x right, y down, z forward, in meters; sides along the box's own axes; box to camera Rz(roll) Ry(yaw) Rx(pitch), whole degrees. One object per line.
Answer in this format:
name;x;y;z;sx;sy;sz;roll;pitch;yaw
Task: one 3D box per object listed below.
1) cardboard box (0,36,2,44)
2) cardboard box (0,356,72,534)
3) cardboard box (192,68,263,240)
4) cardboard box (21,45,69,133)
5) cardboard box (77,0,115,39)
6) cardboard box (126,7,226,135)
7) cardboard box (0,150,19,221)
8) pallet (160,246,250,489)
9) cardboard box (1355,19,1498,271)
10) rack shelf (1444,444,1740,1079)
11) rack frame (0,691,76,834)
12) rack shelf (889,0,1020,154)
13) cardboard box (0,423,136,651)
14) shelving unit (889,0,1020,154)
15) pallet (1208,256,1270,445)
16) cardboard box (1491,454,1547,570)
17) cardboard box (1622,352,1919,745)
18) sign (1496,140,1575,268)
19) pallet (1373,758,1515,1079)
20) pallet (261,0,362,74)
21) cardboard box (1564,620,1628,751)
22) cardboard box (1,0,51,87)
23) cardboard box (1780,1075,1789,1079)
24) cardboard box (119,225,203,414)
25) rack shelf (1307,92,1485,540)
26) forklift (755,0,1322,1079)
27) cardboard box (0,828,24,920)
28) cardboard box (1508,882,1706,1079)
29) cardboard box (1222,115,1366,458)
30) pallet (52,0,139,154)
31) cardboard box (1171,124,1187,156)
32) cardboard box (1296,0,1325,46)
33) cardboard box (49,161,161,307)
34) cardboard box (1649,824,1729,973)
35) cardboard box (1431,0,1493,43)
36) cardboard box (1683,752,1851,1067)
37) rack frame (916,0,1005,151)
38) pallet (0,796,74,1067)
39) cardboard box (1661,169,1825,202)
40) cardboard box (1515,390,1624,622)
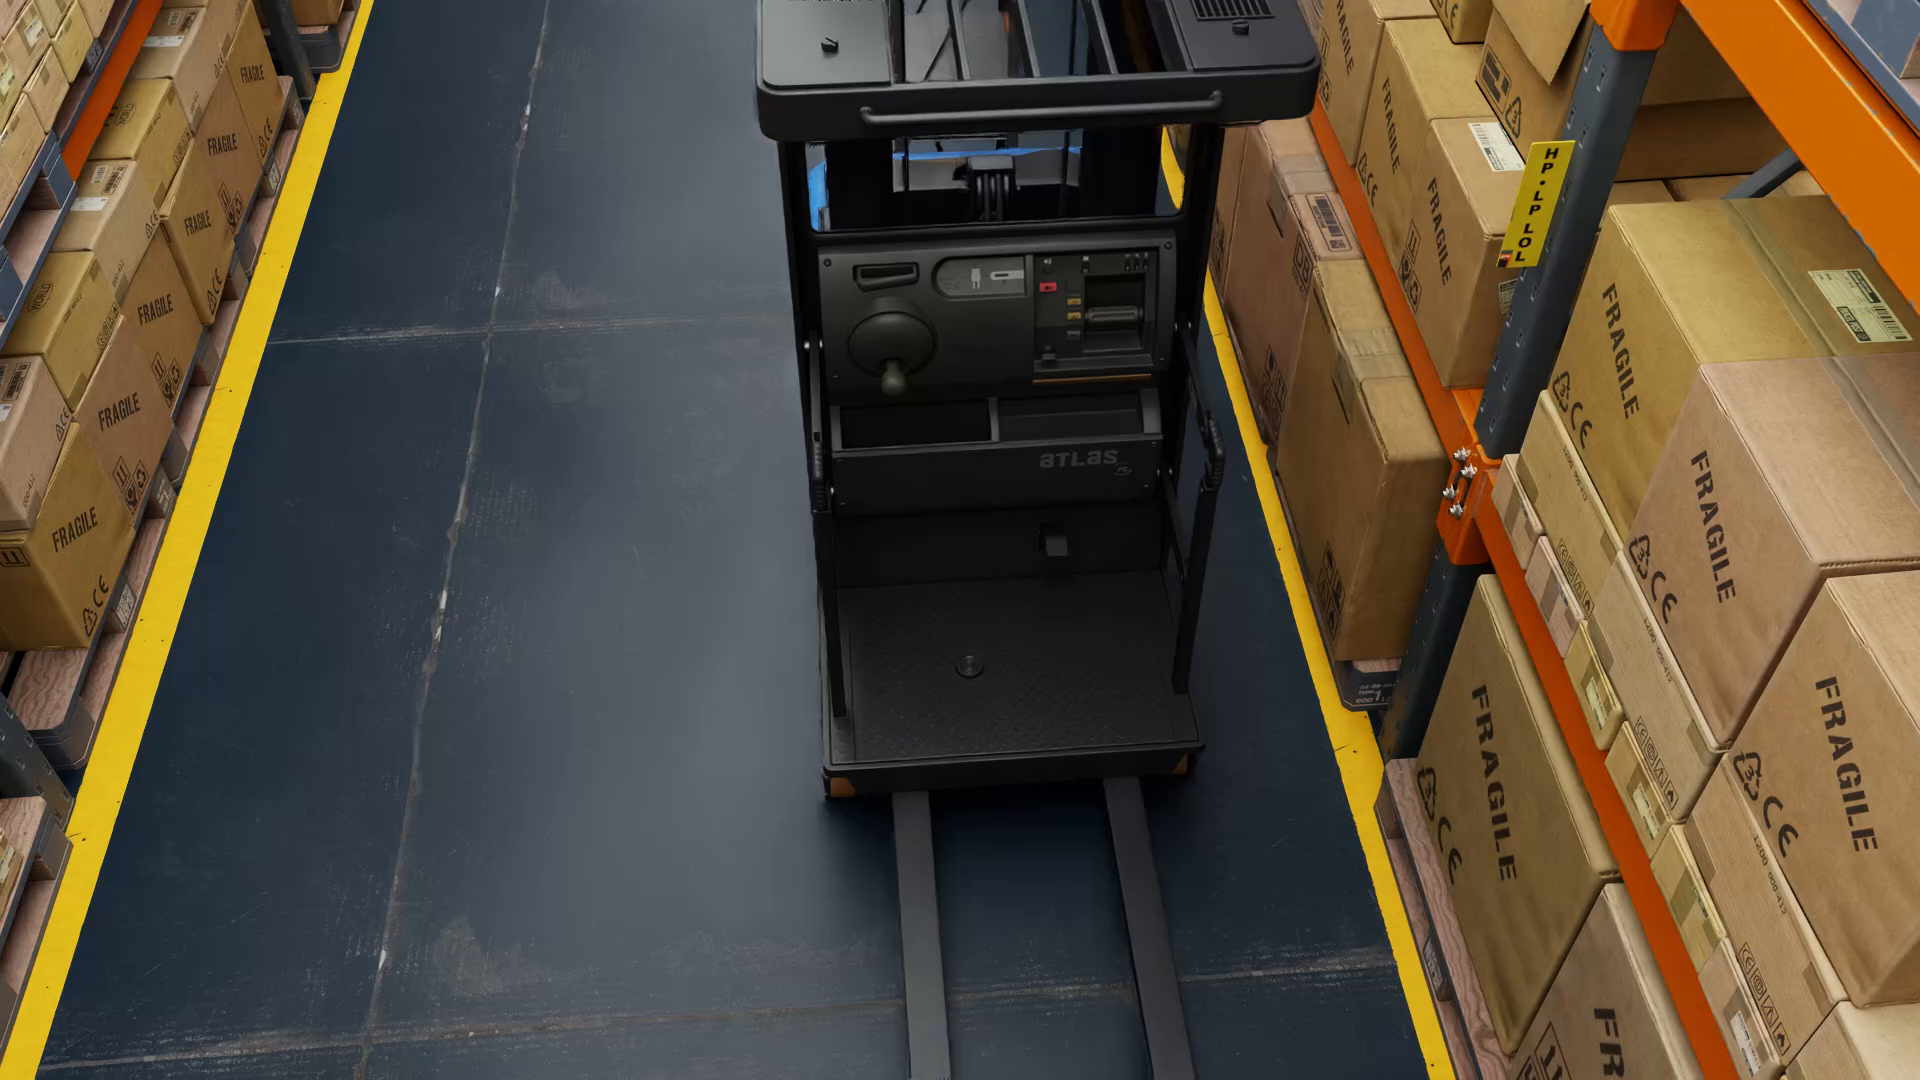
cardboard box;-2.794;-1.313;4.402;0.380;0.149;0.250;-4;47;-4
cardboard box;-2.952;-0.263;4.849;0.500;0.250;0.500;-5;47;-5
cardboard box;-3.133;-1.512;6.549;0.500;0.500;0.500;-2;47;-2
cardboard box;-2.815;-1.288;4.788;0.380;0.149;0.250;-5;47;-5
cardboard box;-2.860;-1.668;5.147;0.380;0.149;0.250;-5;47;-5
cardboard box;-3.116;-1.763;6.270;0.500;0.250;0.500;-3;47;-3
cardboard box;-2.774;-0.922;4.441;0.380;0.149;0.250;-3;47;-3
pallet;-3.325;-0.659;6.229;1.003;0.211;1.213;-3;47;-3
cardboard box;1.452;-1.113;4.669;0.500;0.500;0.500;-2;47;-2
rack shelf;1.965;1.296;2.952;1.077;0.370;4.000;-3;47;-3
rack frame;-3.153;-0.170;3.845;1.000;3.000;0.127;-3;47;-3
rack shelf;-0.022;-1.509;5.745;0.431;0.518;0.480;-2;45;-2
cardboard box;-2.951;-0.005;5.121;0.500;0.500;0.500;-2;47;-2
shelving unit;-0.022;-1.519;5.735;0.431;2.100;0.503;-2;45;-2
pallet;1.553;-0.878;6.436;1.003;0.211;1.213;-3;47;-3
cardboard box;1.491;-0.077;3.930;0.380;0.149;0.250;-3;47;-3
cardboard box;1.617;0.012;3.054;0.500;0.500;0.500;-3;47;-3
sign;1.258;-0.729;3.632;0.100;0.325;0.005;-3;47;-3
pallet;1.784;1.116;4.548;1.003;0.211;1.213;-3;47;-3
pallet;-3.479;-2.680;8.143;1.003;0.211;1.213;-3;47;-3
cardboard box;1.536;0.303;3.570;0.380;0.149;0.250;-2;47;-2
cardboard box;-2.820;-1.400;4.689;0.380;0.149;0.250;-2;47;-2
cardboard box;1.623;1.050;2.862;0.380;0.149;0.250;-5;47;-4
cardboard box;-3.054;-0.766;5.842;0.500;0.500;0.500;-3;47;-3
rack shelf;1.631;-1.598;5.693;1.077;0.370;4.000;-3;47;-3
forklift;0.121;-0.493;4.198;1.130;2.935;3.031;-3;47;-3
cardboard box;-2.781;0.929;4.478;0.380;0.149;0.250;-3;47;-3
cardboard box;1.849;1.322;3.606;0.875;0.875;0.875;-3;47;-3
cardboard box;1.649;-0.920;5.730;1.225;0.875;0.875;-5;47;-5
pallet;-3.281;-1.568;5.301;1.003;0.211;1.213;-3;47;-3
cardboard box;1.500;-2.205;6.947;1.225;0.875;0.875;-5;47;-5
cardboard box;1.364;-1.853;5.370;0.500;0.500;0.500;-3;47;-3
cardboard box;-3.037;-1.018;5.564;0.500;0.250;0.500;-2;47;-2
cardboard box;1.581;0.678;3.215;0.380;0.149;0.250;-4;47;-4
cardboard box;1.690;-1.736;4.569;0.797;0.503;0.637;-3;47;-3
cardboard box;1.662;0.642;2.975;0.500;0.250;0.500;-2;47;-2
rack frame;-0.034;-1.692;5.906;0.400;2.100;0.015;-2;45;-2
pallet;-3.062;1.273;4.399;1.003;0.211;1.213;-3;47;-3
cardboard box;2.009;-0.780;4.354;0.500;0.500;0.500;-3;47;-3
cardboard box;1.576;-0.093;3.670;0.500;0.250;0.500;-4;47;-4
